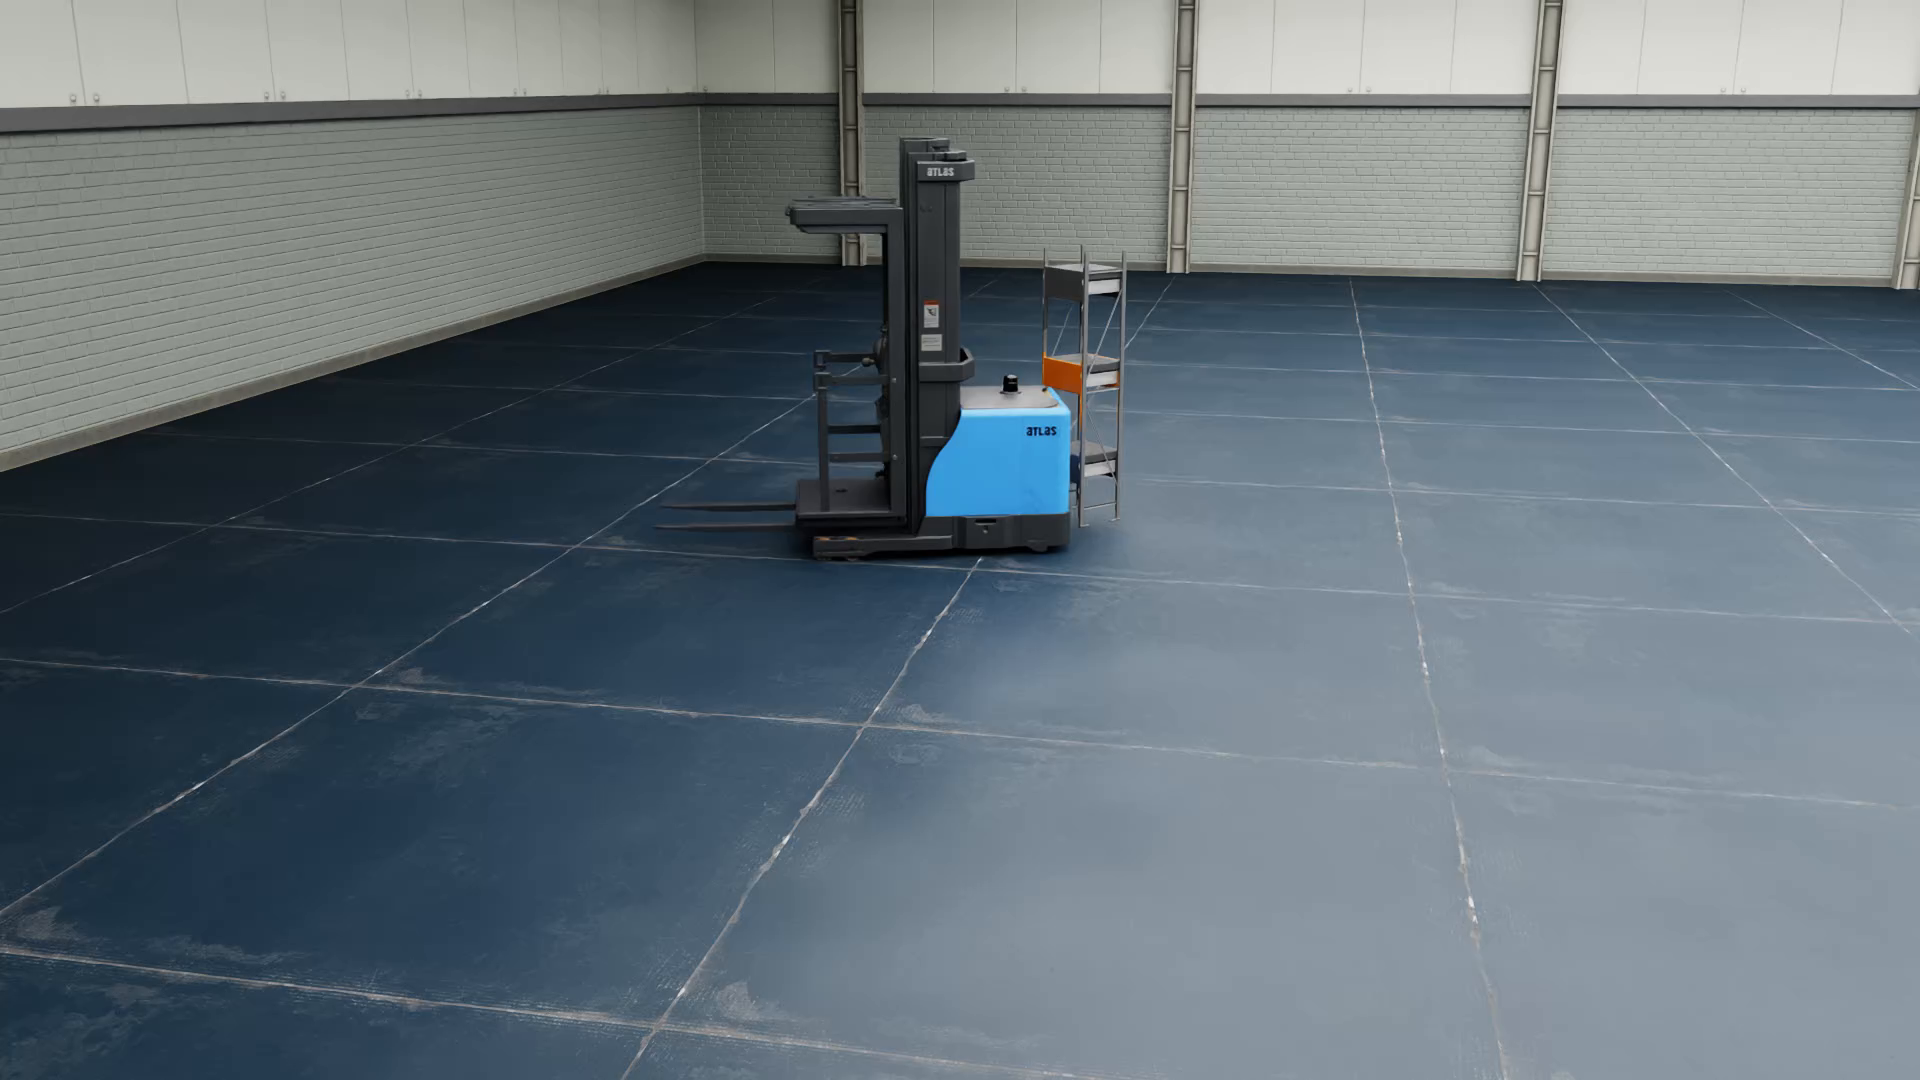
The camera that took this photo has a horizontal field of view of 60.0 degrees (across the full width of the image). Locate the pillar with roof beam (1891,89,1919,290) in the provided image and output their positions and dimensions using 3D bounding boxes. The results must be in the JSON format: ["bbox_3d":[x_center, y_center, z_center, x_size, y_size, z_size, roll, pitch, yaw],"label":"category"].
[{"bbox_3d":[14.815,-7.381,22.280,0.400,9.000,9.100,3,16,11],"label":"pillar with roof beam"}]

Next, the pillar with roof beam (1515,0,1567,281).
[{"bbox_3d":[8.936,-7.700,23.432,0.400,9.000,9.100,3,16,11],"label":"pillar with roof beam"}]

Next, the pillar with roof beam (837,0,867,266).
[{"bbox_3d":[-2.824,-8.338,25.737,0.400,9.000,9.100,3,16,11],"label":"pillar with roof beam"}]

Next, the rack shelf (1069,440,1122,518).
[{"bbox_3d":[0.946,-0.505,13.055,0.431,0.518,0.480,-11,19,-34],"label":"rack shelf"}]

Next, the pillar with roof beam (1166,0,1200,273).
[{"bbox_3d":[3.056,-8.019,24.585,0.400,9.000,9.100,3,16,11],"label":"pillar with roof beam"}]

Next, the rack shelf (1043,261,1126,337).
[{"bbox_3d":[0.946,-1.854,12.682,0.431,0.518,0.480,-11,19,-34],"label":"rack shelf"}]

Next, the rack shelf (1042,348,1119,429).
[{"bbox_3d":[0.946,-1.180,12.869,0.431,0.518,0.480,-11,19,-34],"label":"rack shelf"}]

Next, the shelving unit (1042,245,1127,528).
[{"bbox_3d":[0.946,-1.193,12.865,0.431,2.100,0.503,-11,19,-34],"label":"shelving unit"}]

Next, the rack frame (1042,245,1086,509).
[{"bbox_3d":[0.806,-1.246,13.057,0.400,2.100,0.015,-11,19,-34],"label":"rack frame"}]

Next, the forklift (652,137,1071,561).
[{"bbox_3d":[-0.739,-1.409,12.089,3.031,2.935,1.130,-1,16,-5],"label":"forklift"}]

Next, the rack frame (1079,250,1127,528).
[{"bbox_3d":[1.087,-1.140,12.673,0.400,2.100,0.015,-11,19,-34],"label":"rack frame"}]
